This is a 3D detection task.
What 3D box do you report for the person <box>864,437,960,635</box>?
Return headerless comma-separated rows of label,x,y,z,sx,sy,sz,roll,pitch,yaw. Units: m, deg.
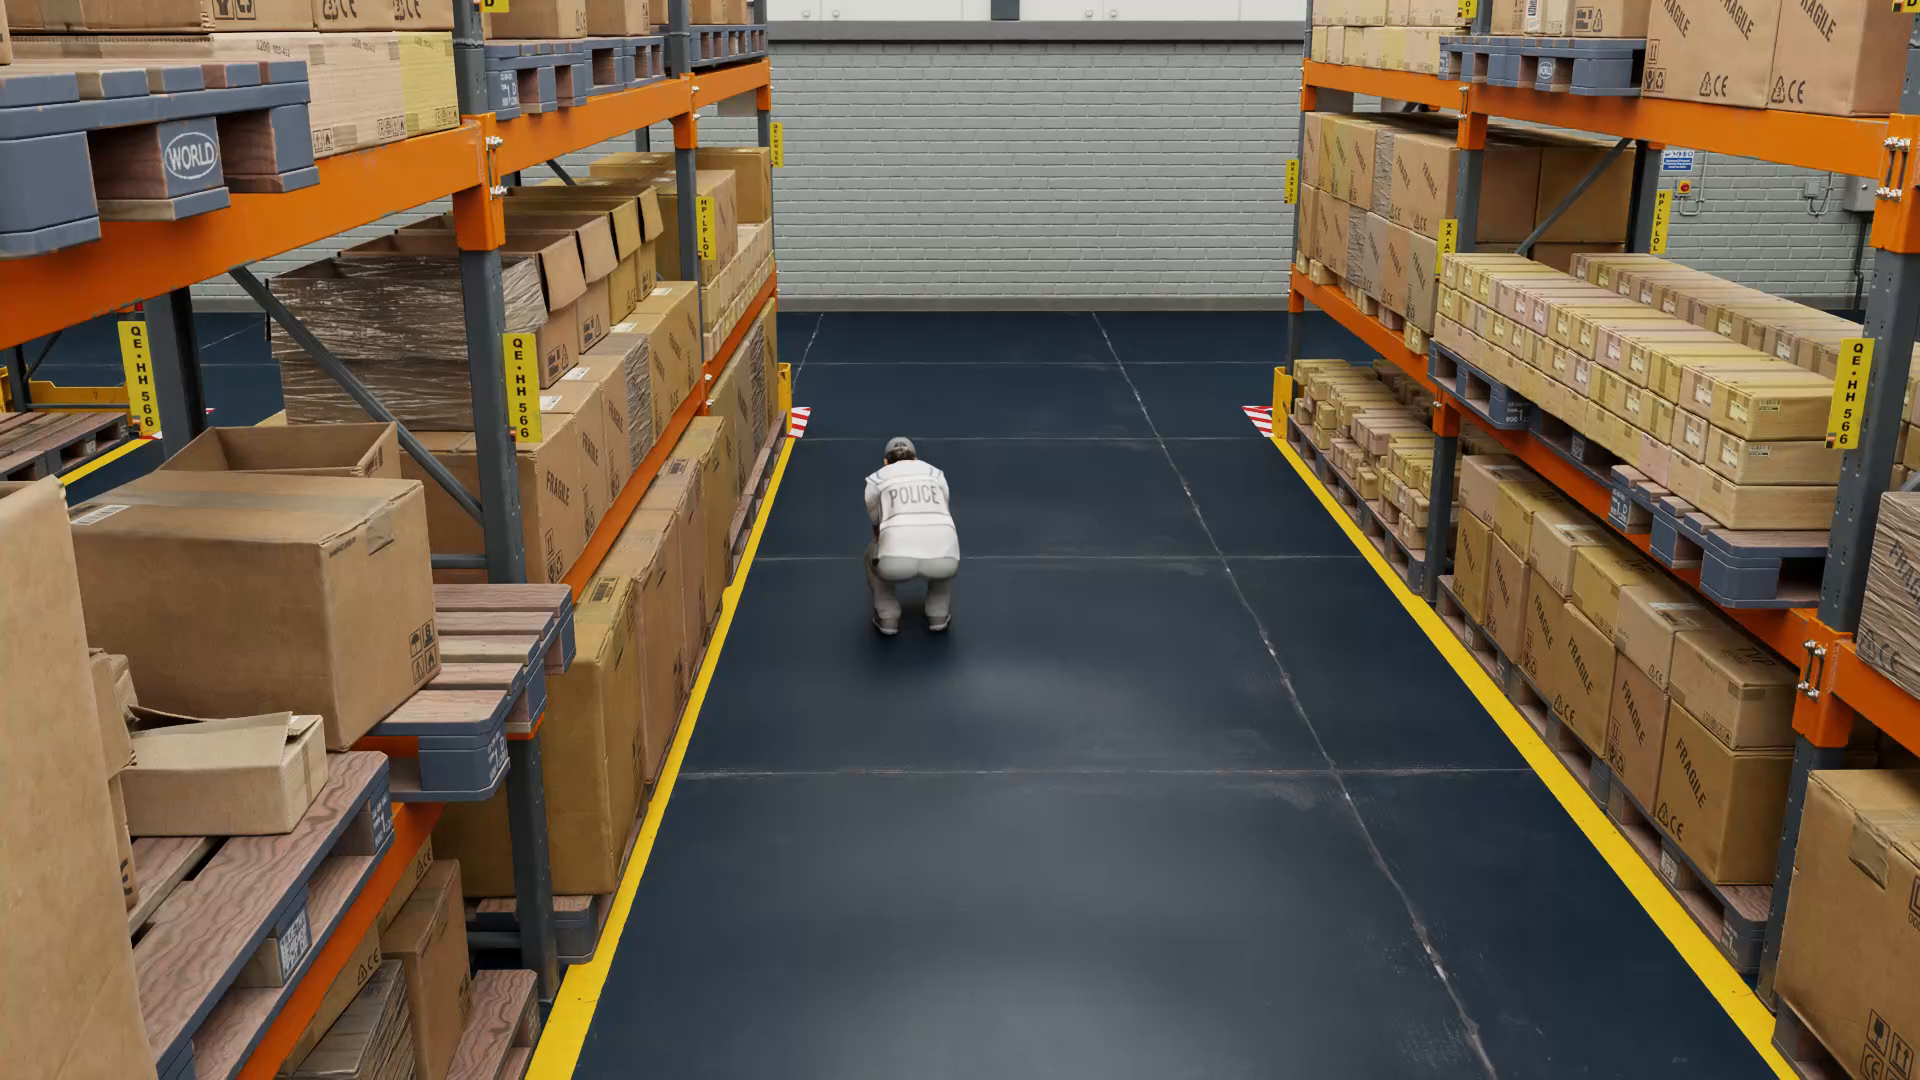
person,-0.260,-0.016,8.829,0.505,0.950,0.875,-1,17,-4
